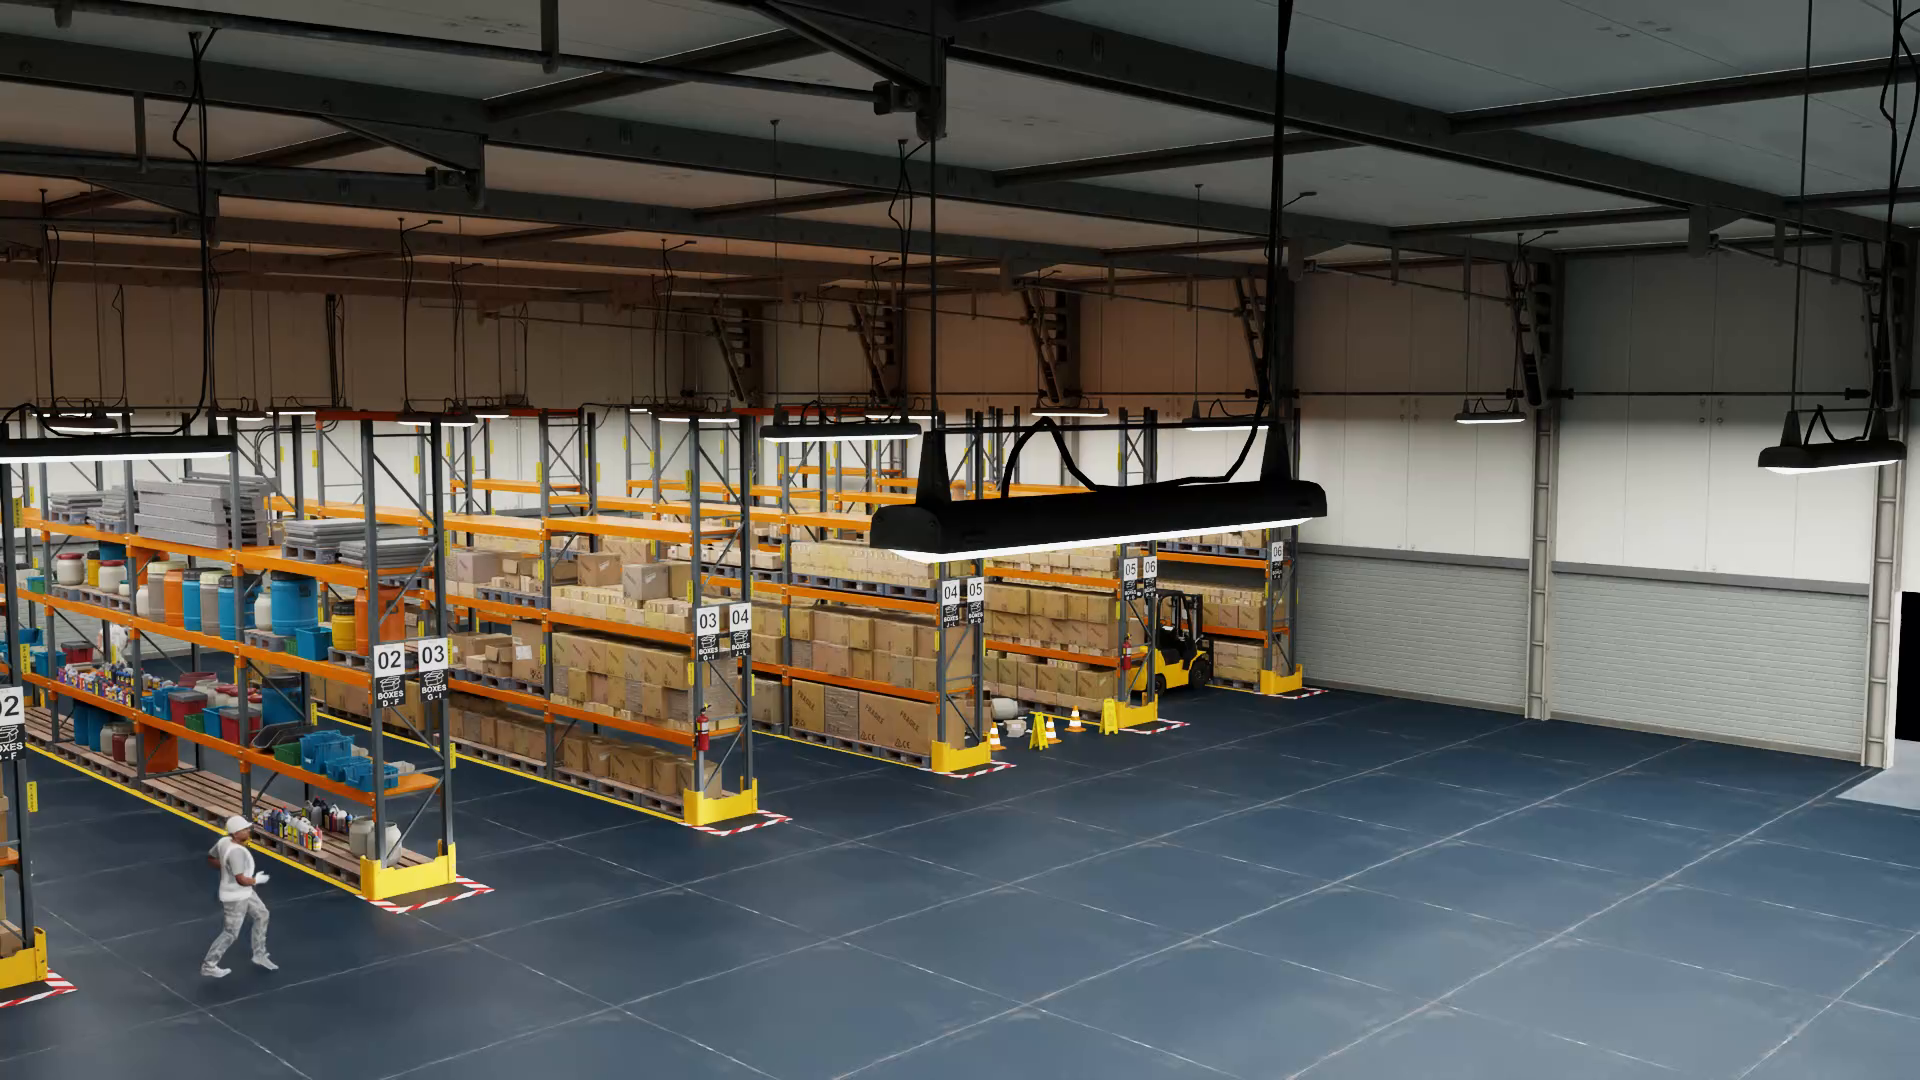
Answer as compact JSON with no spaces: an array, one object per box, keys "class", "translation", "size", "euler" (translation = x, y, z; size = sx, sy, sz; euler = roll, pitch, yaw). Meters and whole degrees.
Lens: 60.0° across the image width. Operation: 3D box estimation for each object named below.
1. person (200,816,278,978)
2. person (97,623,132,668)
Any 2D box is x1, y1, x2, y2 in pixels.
[{"class":"person","translation":[-7.783,3.860,17.900],"size":[0.785,1.814,0.665],"euler":[-2,6,-25]},{"class":"person","translation":[-17.752,2.386,34.944],"size":[0.727,1.683,0.814],"euler":[-1,5,-13]}]
